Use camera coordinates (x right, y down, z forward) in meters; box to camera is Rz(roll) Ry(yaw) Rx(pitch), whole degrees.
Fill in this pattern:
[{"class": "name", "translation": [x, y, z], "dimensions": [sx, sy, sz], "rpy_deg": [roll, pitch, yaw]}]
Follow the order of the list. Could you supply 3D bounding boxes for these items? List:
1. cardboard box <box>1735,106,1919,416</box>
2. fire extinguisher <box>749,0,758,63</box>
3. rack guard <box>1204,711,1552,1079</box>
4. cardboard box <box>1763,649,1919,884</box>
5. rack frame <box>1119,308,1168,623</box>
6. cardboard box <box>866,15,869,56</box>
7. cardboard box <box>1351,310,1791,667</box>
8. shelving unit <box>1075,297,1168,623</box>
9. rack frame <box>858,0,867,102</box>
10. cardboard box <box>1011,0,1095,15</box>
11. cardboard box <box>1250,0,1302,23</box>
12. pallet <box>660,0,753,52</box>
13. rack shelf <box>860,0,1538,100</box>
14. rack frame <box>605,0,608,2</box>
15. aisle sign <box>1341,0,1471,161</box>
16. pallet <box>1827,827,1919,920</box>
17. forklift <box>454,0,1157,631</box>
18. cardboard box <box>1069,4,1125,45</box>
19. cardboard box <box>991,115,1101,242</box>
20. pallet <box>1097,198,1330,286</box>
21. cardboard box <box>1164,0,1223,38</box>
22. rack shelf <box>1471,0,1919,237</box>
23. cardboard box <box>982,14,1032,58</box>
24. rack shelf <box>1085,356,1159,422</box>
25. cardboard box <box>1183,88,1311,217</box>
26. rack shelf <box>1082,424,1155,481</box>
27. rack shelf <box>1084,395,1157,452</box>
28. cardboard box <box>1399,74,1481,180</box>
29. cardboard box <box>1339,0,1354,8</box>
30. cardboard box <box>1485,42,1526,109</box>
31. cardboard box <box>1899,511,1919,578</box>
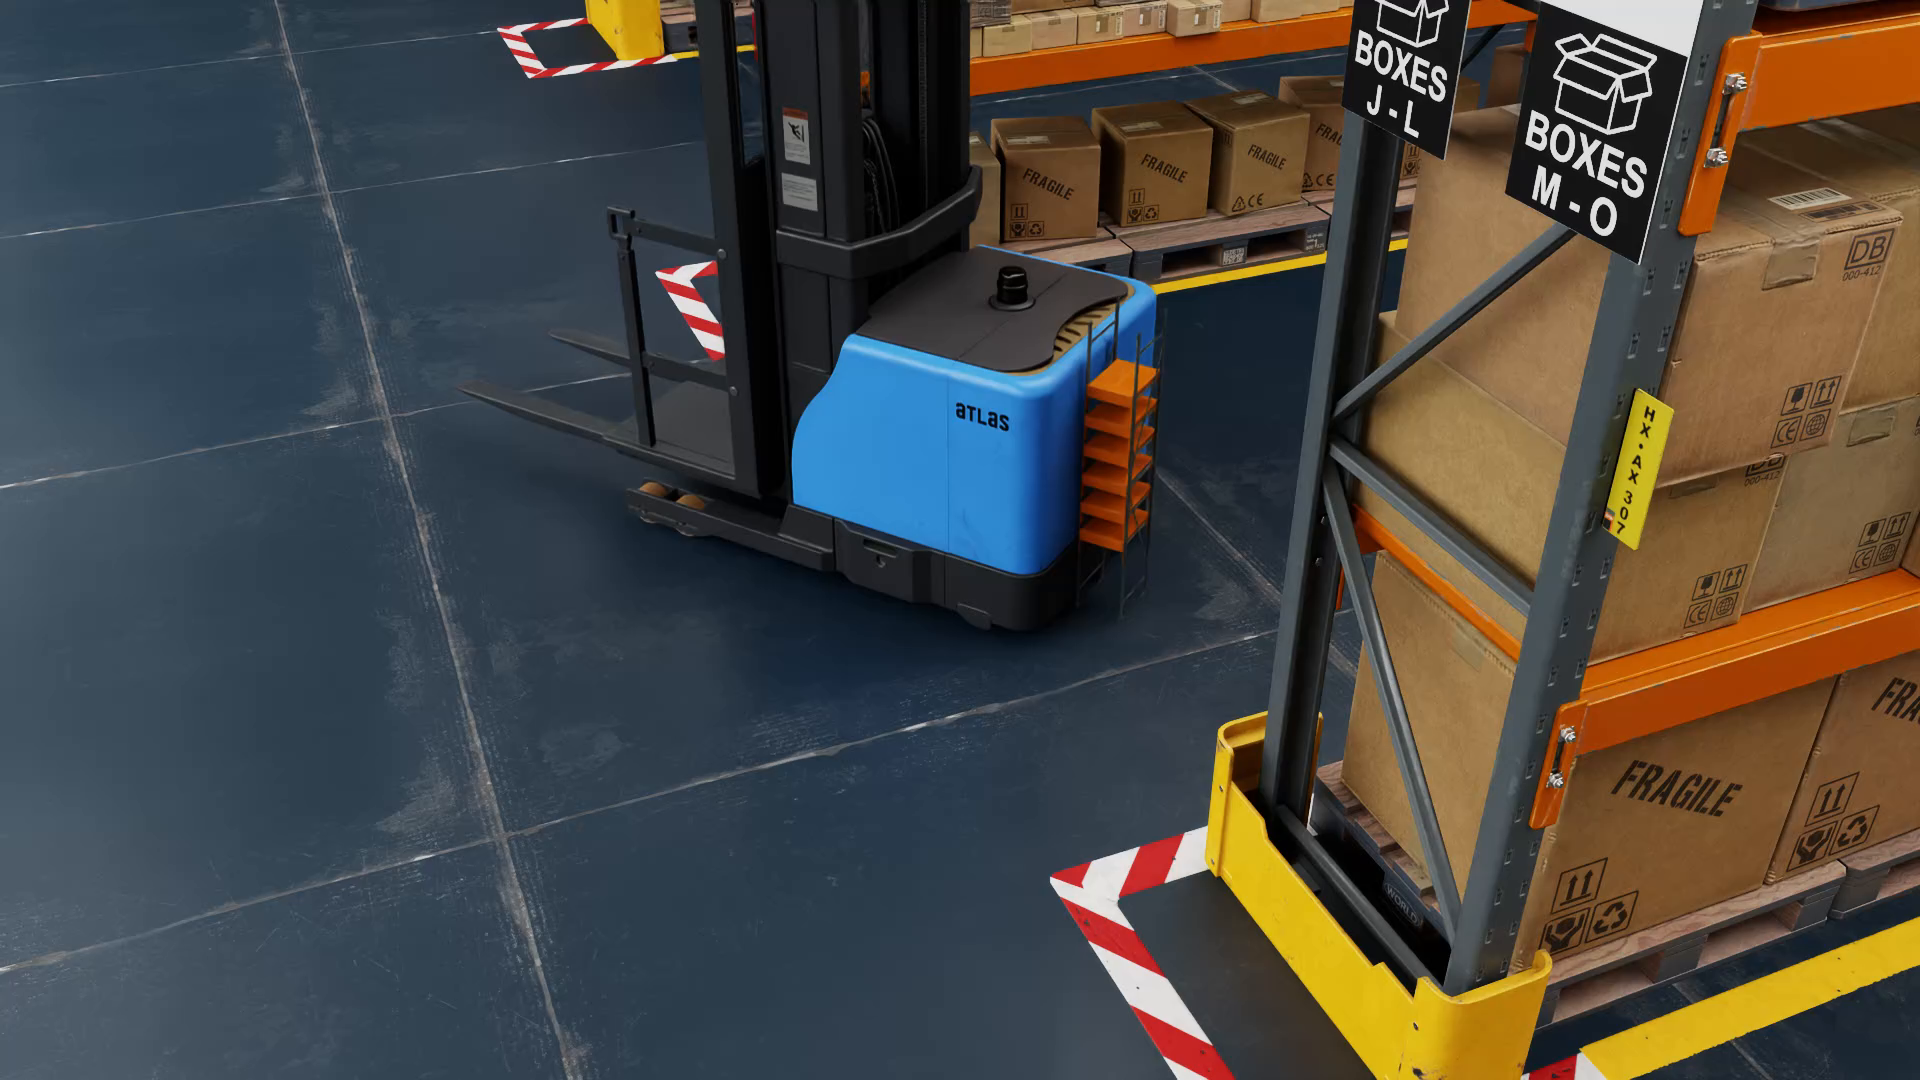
[{"class": "cardboard box", "translation": [1.982, -0.761, 4.041], "dimensions": [0.550, 0.550, 0.875], "rpy_deg": [-13, 35, -19]}, {"class": "fire extinguisher", "translation": [-0.957, -2.715, 8.243], "dimensions": [0.183, 0.674, 0.296], "rpy_deg": [-13, 35, -19]}, {"class": "rack guard", "translation": [1.131, 1.029, 4.710], "dimensions": [0.348, 0.500, 1.175], "rpy_deg": [-13, 35, -19]}, {"class": "cardboard box", "translation": [2.564, 0.327, 5.060], "dimensions": [0.875, 0.875, 0.875], "rpy_deg": [-13, 35, -20]}, {"class": "rack frame", "translation": [0.661, -0.247, 6.029], "dimensions": [0.006, 1.200, 0.240], "rpy_deg": [18, 37, 25]}, {"class": "cardboard box", "translation": [-0.318, -2.374, 7.879], "dimensions": [0.250, 0.149, 0.380], "rpy_deg": [-13, 35, -19]}, {"class": "cardboard box", "translation": [1.478, -0.188, 4.151], "dimensions": [0.550, 0.550, 0.875], "rpy_deg": [-13, 35, -19]}, {"class": "shelving unit", "translation": [0.581, -0.272, 6.068], "dimensions": [0.189, 1.200, 0.258], "rpy_deg": [18, 37, 25]}, {"class": "rack frame", "translation": [-0.674, -2.539, 7.903], "dimensions": [0.127, 3.000, 1.000], "rpy_deg": [-13, 35, -19]}, {"class": "cardboard box", "translation": [0.259, -2.974, 8.206], "dimensions": [0.500, 0.500, 0.875], "rpy_deg": [-13, 35, -19]}, {"class": "cardboard box", "translation": [1.541, -2.776, 8.497], "dimensions": [0.250, 0.149, 0.380], "rpy_deg": [-13, 35, -19]}, {"class": "pallet", "translation": [-1.788, -4.070, 12.811], "dimensions": [1.213, 0.211, 1.003], "rpy_deg": [-13, 35, -19]}, {"class": "rack shelf", "translation": [1.171, -2.660, 8.748], "dimensions": [4.000, 0.370, 1.077], "rpy_deg": [-13, 35, -19]}, {"class": "rack frame", "translation": [-2.591, -5.030, 11.730], "dimensions": [0.127, 3.000, 1.000], "rpy_deg": [-13, 35, -19]}, {"class": "aisle sign", "translation": [0.972, -1.250, 3.536], "dimensions": [0.004, 0.787, 0.394], "rpy_deg": [-13, 35, -19]}, {"class": "pallet", "translation": [2.984, 0.681, 5.510], "dimensions": [1.213, 0.211, 1.003], "rpy_deg": [-13, 35, -19]}, {"class": "forklift", "translation": [-0.776, -1.474, 6.328], "dimensions": [3.031, 2.935, 1.130], "rpy_deg": [18, 37, 25]}, {"class": "cardboard box", "translation": [0.611, -2.575, 8.188], "dimensions": [0.250, 0.149, 0.380], "rpy_deg": [-13, 35, -19]}, {"class": "cardboard box", "translation": [0.447, -1.935, 8.880], "dimensions": [0.500, 0.500, 0.500], "rpy_deg": [-4, 33, -6]}, {"class": "pallet", "translation": [1.282, -1.796, 9.317], "dimensions": [1.213, 0.211, 1.003], "rpy_deg": [-13, 35, -19]}, {"class": "cardboard box", "translation": [1.102, -2.642, 8.291], "dimensions": [0.250, 0.149, 0.380], "rpy_deg": [-13, 35, -19]}, {"class": "rack shelf", "translation": [2.997, -1.402, 4.064], "dimensions": [4.000, 0.370, 1.077], "rpy_deg": [-13, 35, -19]}, {"class": "cardboard box", "translation": [0.156, -2.463, 8.015], "dimensions": [0.250, 0.149, 0.380], "rpy_deg": [-13, 35, -19]}, {"class": "rack shelf", "translation": [0.581, -0.536, 5.896], "dimensions": [0.180, 0.103, 0.258], "rpy_deg": [18, 37, 25]}, {"class": "cardboard box", "translation": [1.563, -2.153, 9.215], "dimensions": [0.500, 0.500, 0.500], "rpy_deg": [-16, 36, -23]}, {"class": "rack shelf", "translation": [0.581, -0.335, 6.027], "dimensions": [0.180, 0.103, 0.258], "rpy_deg": [18, 37, 25]}, {"class": "rack shelf", "translation": [0.581, -0.436, 5.961], "dimensions": [0.180, 0.103, 0.258], "rpy_deg": [18, 37, 25]}, {"class": "cardboard box", "translation": [2.630, -2.448, 9.669], "dimensions": [0.500, 0.500, 0.500], "rpy_deg": [-14, 36, -20]}, {"class": "cardboard box", "translation": [1.973, -2.920, 8.717], "dimensions": [0.250, 0.149, 0.380], "rpy_deg": [-13, 35, -19]}, {"class": "cardboard box", "translation": [3.589, -2.639, 9.945], "dimensions": [0.500, 0.500, 0.700], "rpy_deg": [-16, 36, -23]}, {"class": "cardboard box", "translation": [2.542, -0.370, 4.431], "dimensions": [0.550, 0.550, 0.875], "rpy_deg": [-13, 35, -19]}]
